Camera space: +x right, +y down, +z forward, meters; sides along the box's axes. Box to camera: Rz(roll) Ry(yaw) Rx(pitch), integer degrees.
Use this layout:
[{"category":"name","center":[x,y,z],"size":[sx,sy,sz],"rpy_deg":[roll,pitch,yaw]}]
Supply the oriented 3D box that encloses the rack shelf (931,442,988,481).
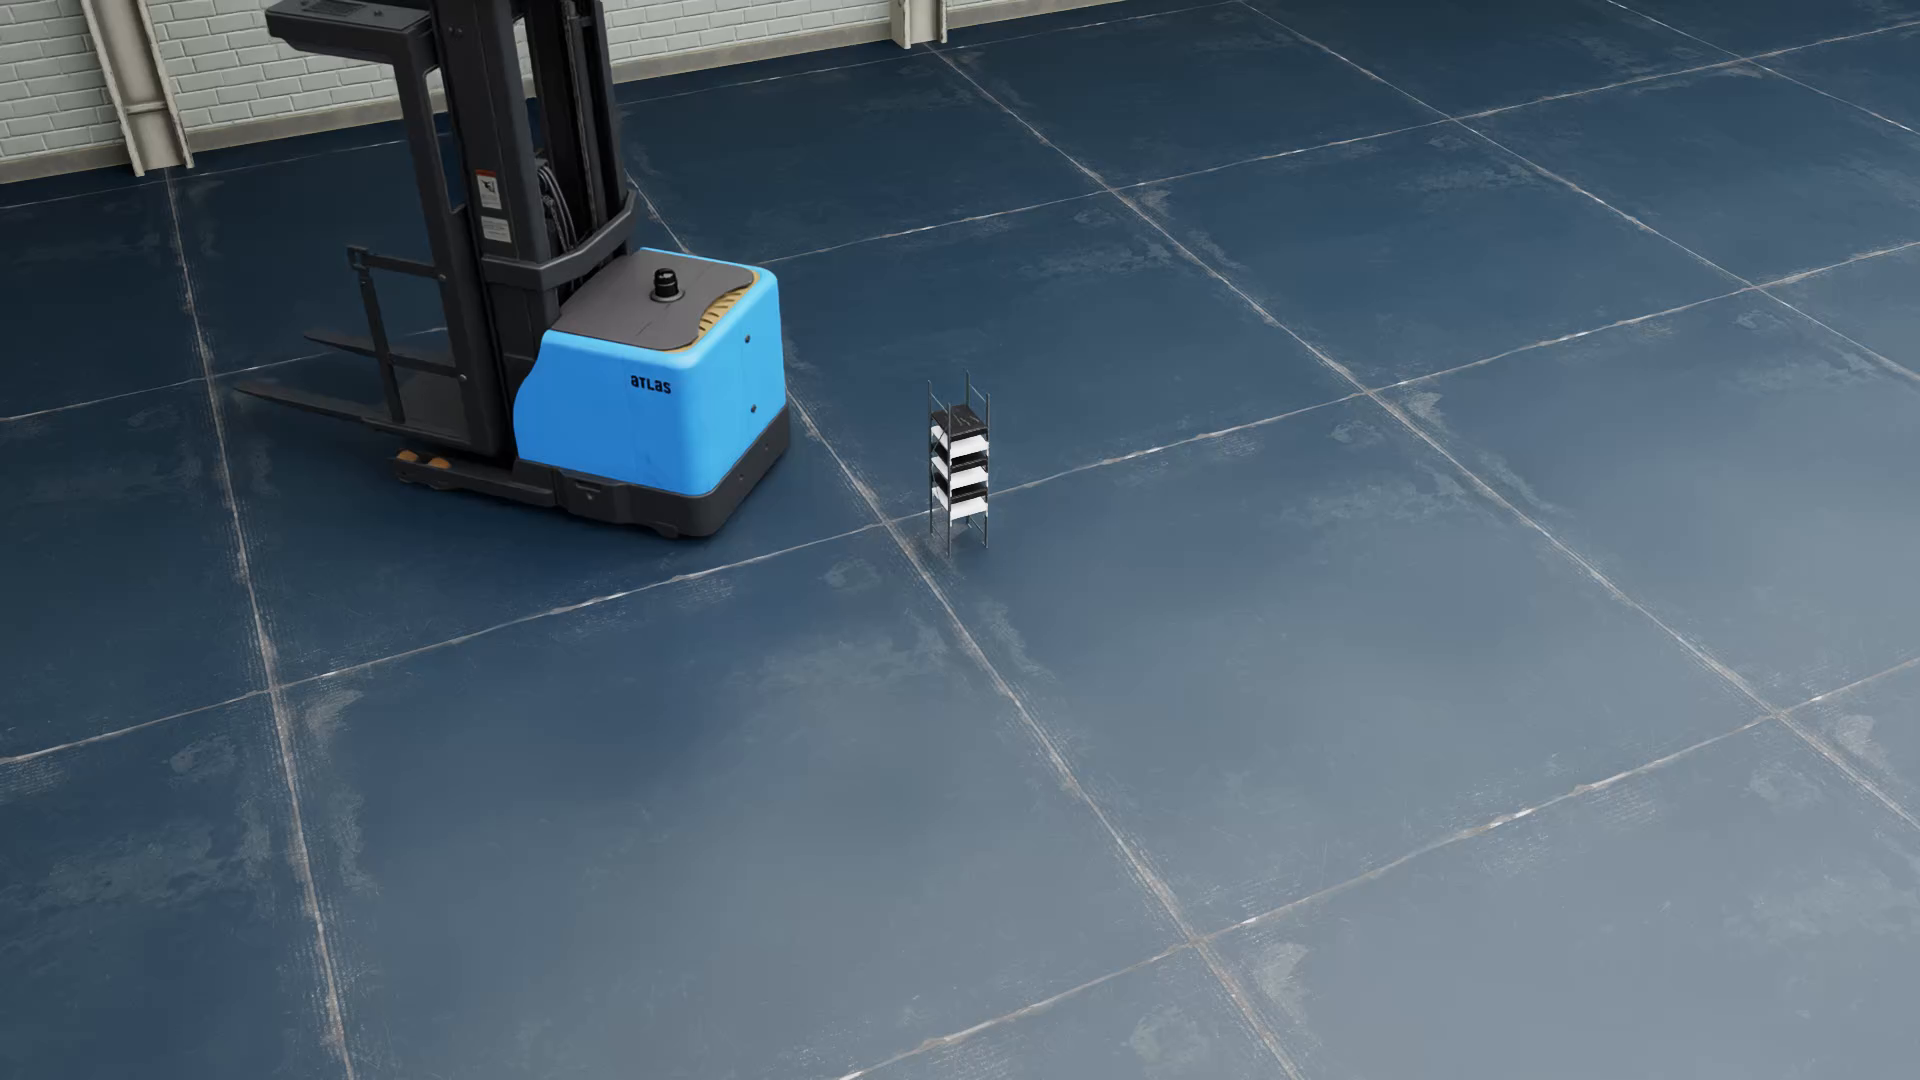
[{"category":"rack shelf","center":[-0.007,-0.405,8.088],"size":[0.200,0.077,0.258],"rpy_deg":[-16,39,-20]}]

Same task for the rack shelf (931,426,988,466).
[{"category":"rack shelf","center":[-0.007,-0.477,8.035],"size":[0.200,0.077,0.258],"rpy_deg":[-16,39,-20]}]

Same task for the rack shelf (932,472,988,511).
[{"category":"rack shelf","center":[-0.007,-0.260,8.196],"size":[0.200,0.077,0.258],"rpy_deg":[-16,39,-20]}]

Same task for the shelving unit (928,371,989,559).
[{"category":"shelving unit","center":[-0.007,-0.359,8.122],"size":[0.210,0.900,0.258],"rpy_deg":[-16,39,-20]}]

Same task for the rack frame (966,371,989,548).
[{"category":"rack frame","center":[0.085,-0.385,8.157],"size":[0.006,0.900,0.240],"rpy_deg":[-16,39,-20]}]

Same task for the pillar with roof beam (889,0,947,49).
[{"category":"pillar with roof beam","center":[1.478,-5.543,8.313],"size":[0.400,9.000,9.100],"rpy_deg":[-16,39,-20]}]

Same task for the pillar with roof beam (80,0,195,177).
[{"category":"pillar with roof beam","center":[-3.953,-4.024,6.265],"size":[0.400,9.000,9.100],"rpy_deg":[-16,39,-20]}]

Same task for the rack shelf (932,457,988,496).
[{"category":"rack shelf","center":[-0.007,-0.333,8.142],"size":[0.200,0.077,0.258],"rpy_deg":[-16,39,-20]}]

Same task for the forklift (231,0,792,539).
[{"category":"forklift","center":[-2.484,-1.722,8.254],"size":[3.031,2.935,1.130],"rpy_deg":[12,38,16]}]

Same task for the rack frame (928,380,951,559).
[{"category":"rack frame","center":[-0.099,-0.334,8.088],"size":[0.006,0.900,0.240],"rpy_deg":[-16,39,-20]}]

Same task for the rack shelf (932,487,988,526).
[{"category":"rack shelf","center":[-0.007,-0.188,8.249],"size":[0.200,0.077,0.258],"rpy_deg":[-16,39,-20]}]

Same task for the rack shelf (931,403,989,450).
[{"category":"rack shelf","center":[-0.007,-0.549,7.981],"size":[0.200,0.077,0.258],"rpy_deg":[-16,39,-20]}]
